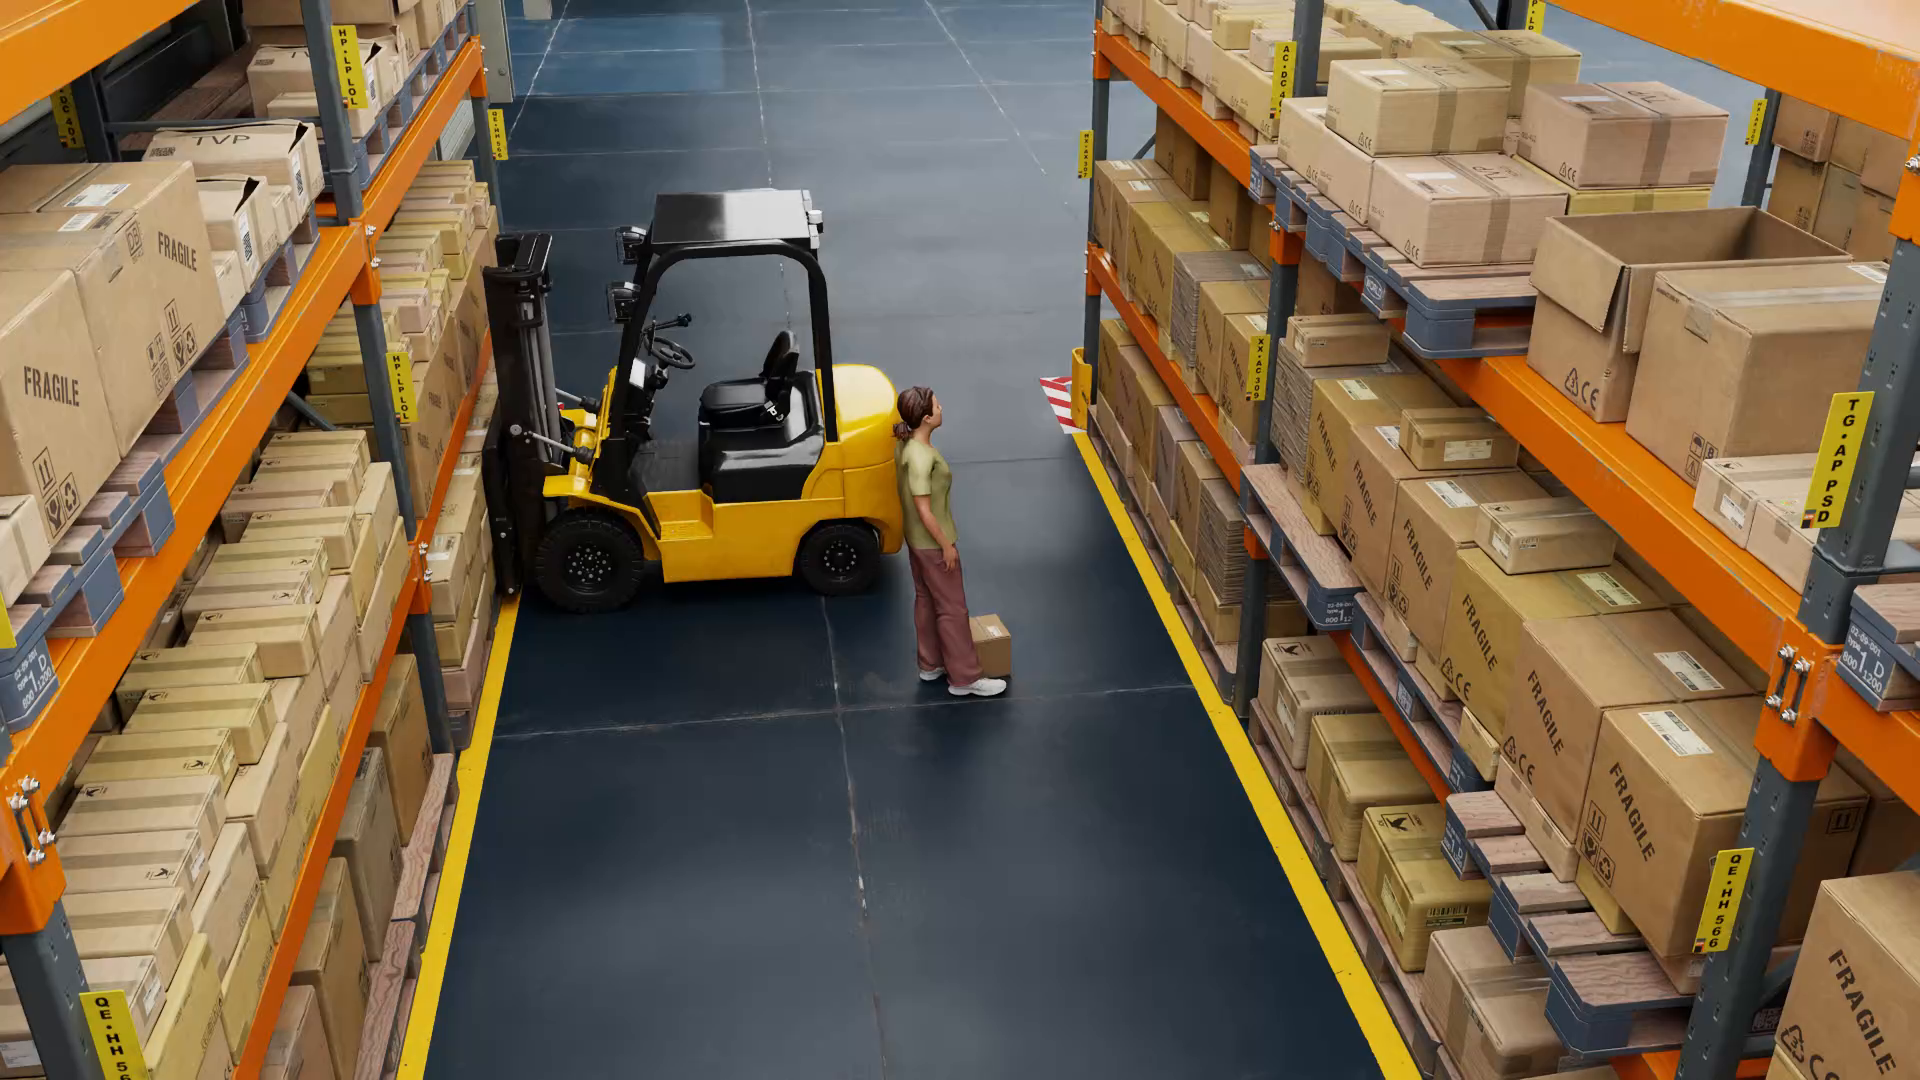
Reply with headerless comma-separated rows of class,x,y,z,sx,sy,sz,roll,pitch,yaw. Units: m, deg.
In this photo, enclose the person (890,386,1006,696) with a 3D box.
person,-0.080,-0.012,8.622,0.548,1.674,0.552,-7,28,-14
